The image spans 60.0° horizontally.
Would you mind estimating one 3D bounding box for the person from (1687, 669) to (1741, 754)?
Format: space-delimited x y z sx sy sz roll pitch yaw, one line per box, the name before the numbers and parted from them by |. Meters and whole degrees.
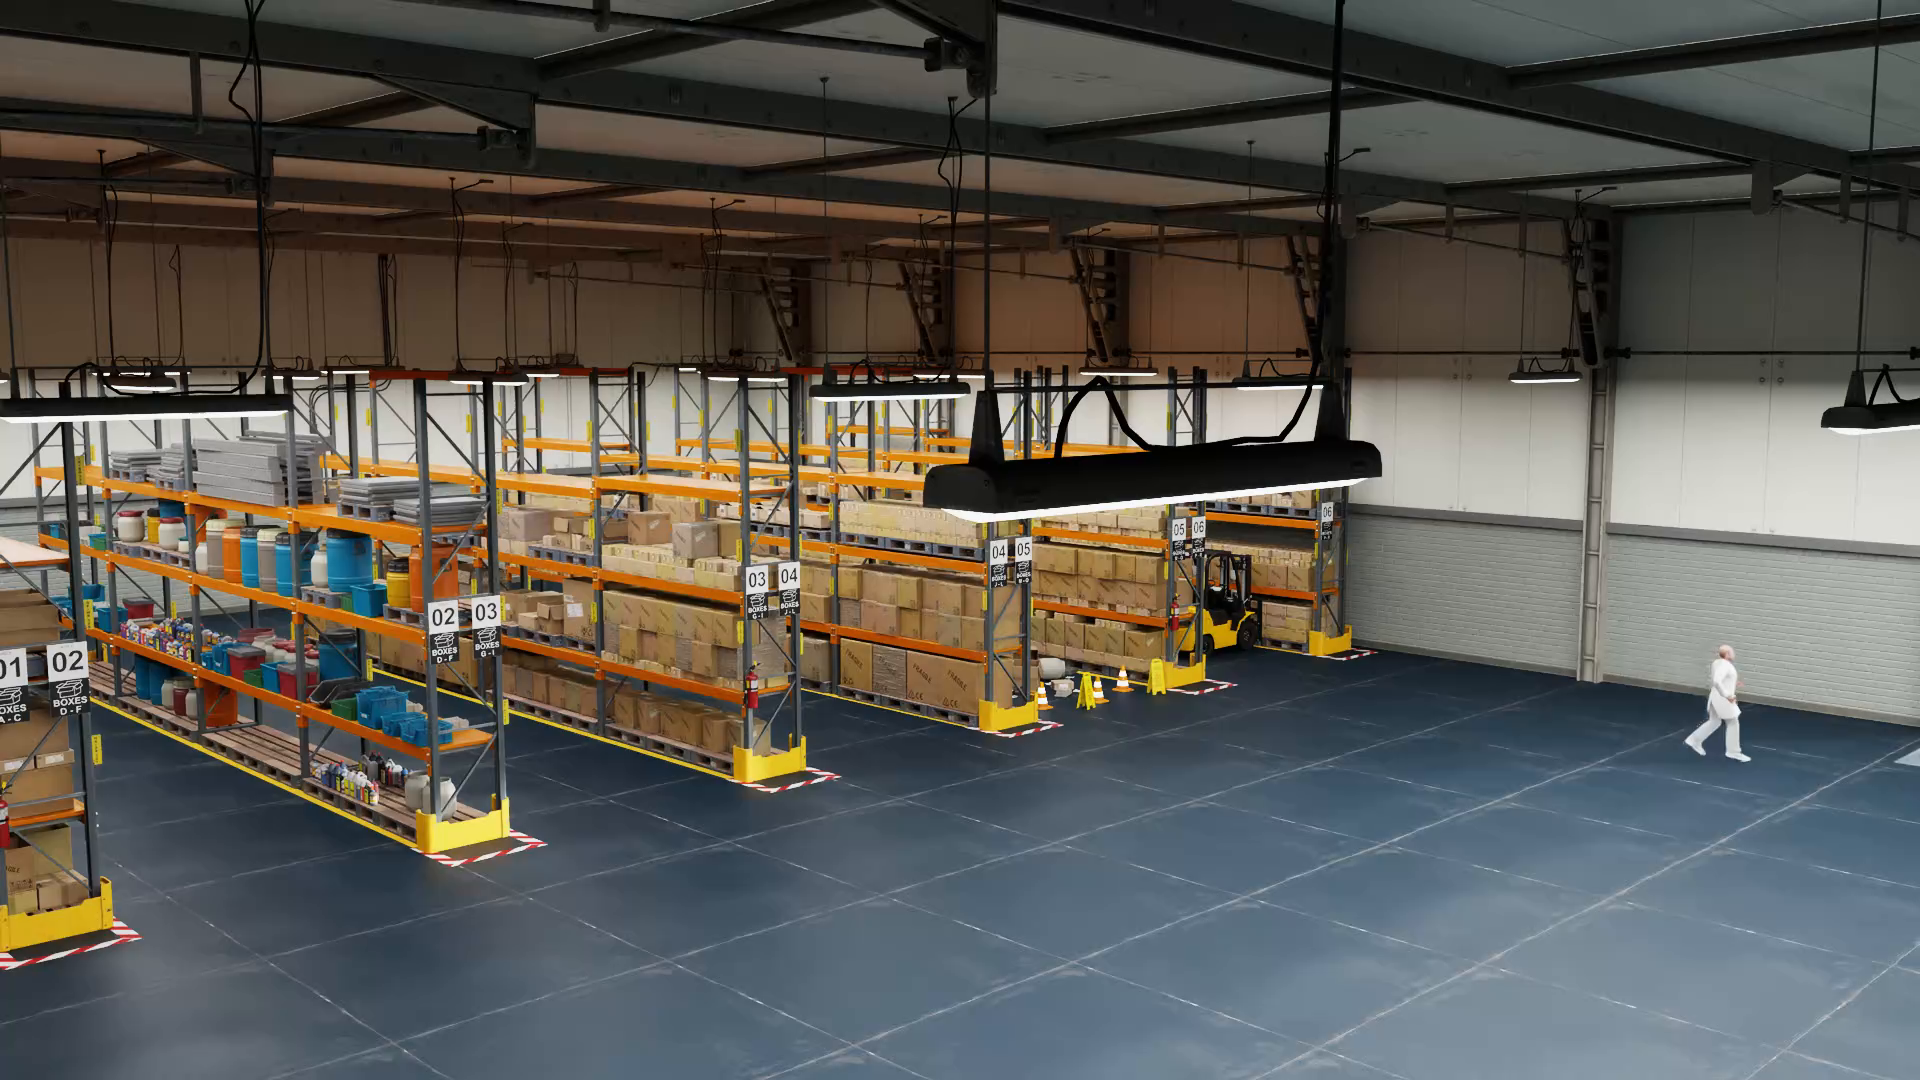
person | 11.731 2.573 25.811 0.759 1.453 0.373 0 6 4
